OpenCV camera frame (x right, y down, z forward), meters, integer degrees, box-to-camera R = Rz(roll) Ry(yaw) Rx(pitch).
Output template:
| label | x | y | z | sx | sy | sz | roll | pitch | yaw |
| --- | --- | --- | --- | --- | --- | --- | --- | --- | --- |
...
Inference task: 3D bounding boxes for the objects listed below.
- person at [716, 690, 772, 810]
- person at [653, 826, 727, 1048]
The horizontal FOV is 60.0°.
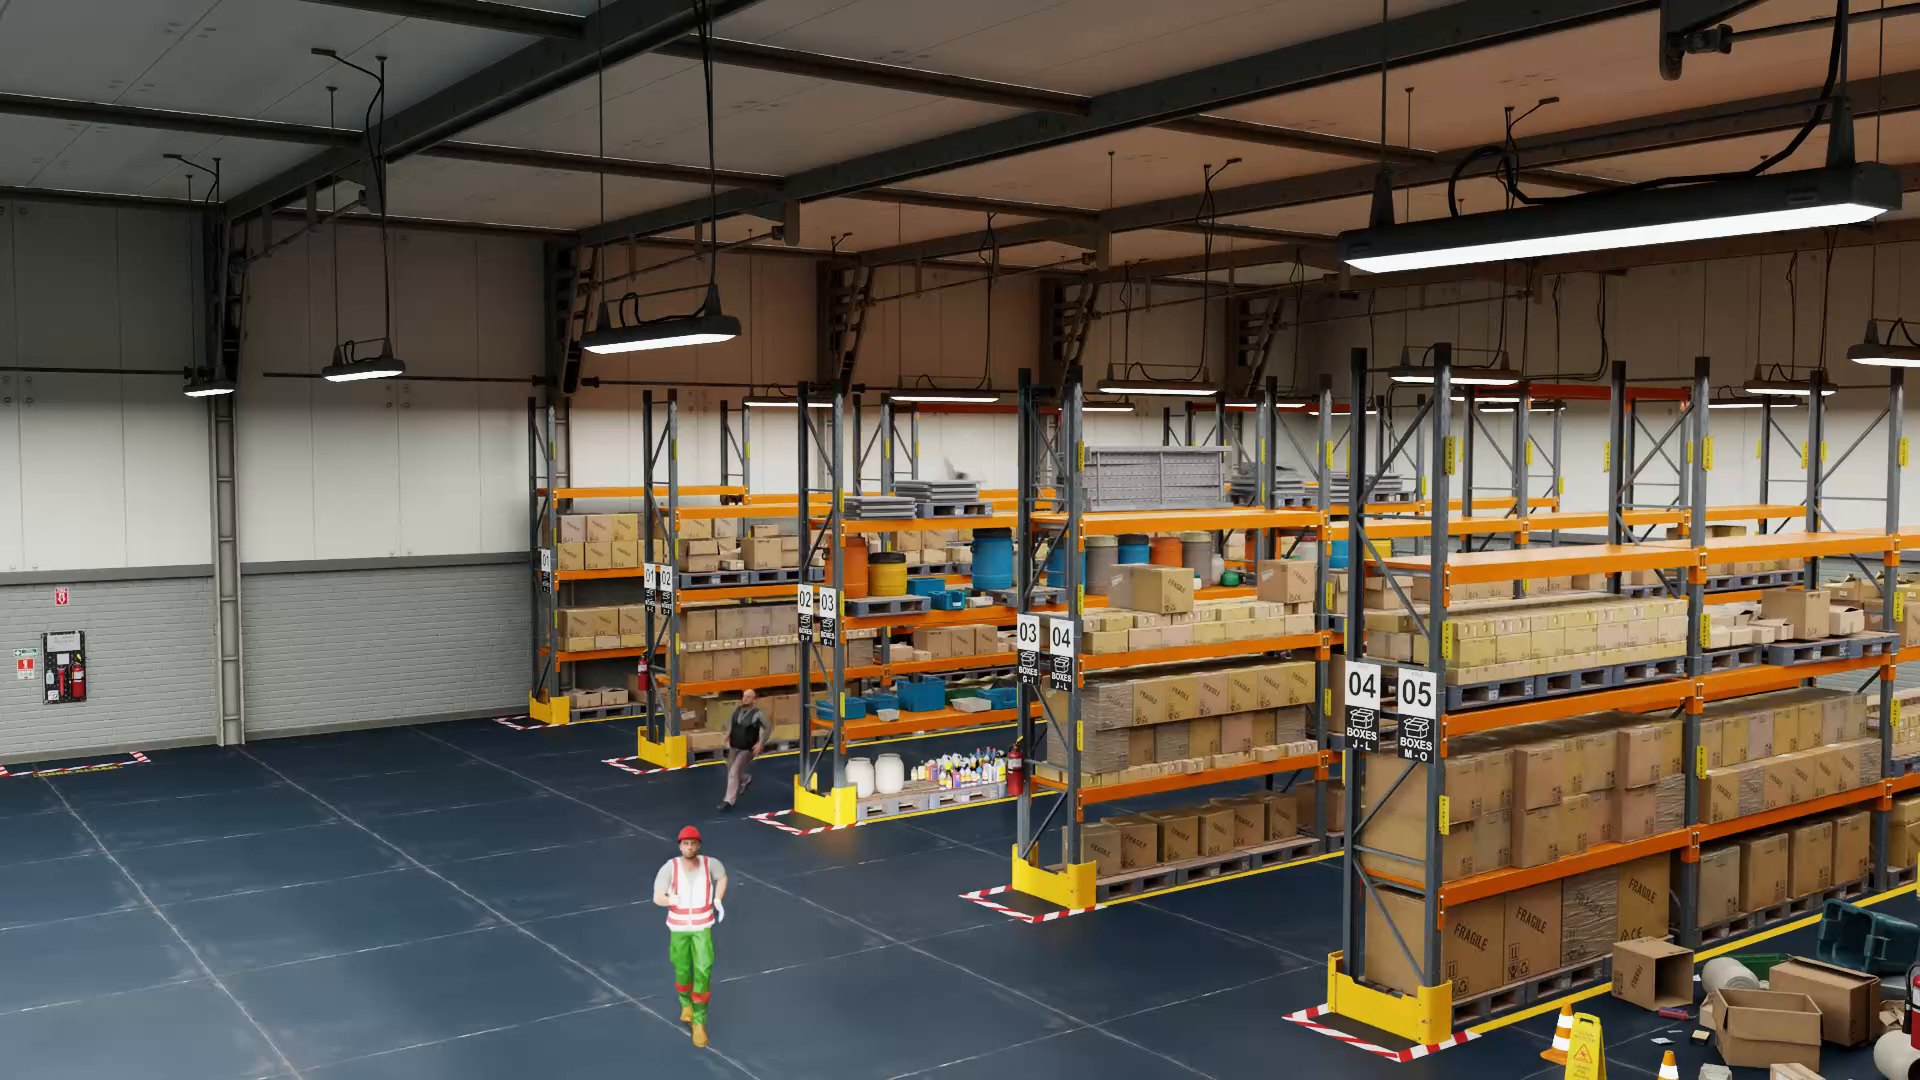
| label | x | y | z | sx | sy | sz | roll | pitch | yaw |
| --- | --- | --- | --- | --- | --- | --- | --- | --- | --- |
| person | -3.025 | 2.942 | 23.455 | 0.704 | 1.667 | 0.842 | 2 | 4 | 30 |
| person | -2.343 | 3.398 | 14.470 | 0.632 | 1.832 | 0.765 | 0 | 3 | -8 |
